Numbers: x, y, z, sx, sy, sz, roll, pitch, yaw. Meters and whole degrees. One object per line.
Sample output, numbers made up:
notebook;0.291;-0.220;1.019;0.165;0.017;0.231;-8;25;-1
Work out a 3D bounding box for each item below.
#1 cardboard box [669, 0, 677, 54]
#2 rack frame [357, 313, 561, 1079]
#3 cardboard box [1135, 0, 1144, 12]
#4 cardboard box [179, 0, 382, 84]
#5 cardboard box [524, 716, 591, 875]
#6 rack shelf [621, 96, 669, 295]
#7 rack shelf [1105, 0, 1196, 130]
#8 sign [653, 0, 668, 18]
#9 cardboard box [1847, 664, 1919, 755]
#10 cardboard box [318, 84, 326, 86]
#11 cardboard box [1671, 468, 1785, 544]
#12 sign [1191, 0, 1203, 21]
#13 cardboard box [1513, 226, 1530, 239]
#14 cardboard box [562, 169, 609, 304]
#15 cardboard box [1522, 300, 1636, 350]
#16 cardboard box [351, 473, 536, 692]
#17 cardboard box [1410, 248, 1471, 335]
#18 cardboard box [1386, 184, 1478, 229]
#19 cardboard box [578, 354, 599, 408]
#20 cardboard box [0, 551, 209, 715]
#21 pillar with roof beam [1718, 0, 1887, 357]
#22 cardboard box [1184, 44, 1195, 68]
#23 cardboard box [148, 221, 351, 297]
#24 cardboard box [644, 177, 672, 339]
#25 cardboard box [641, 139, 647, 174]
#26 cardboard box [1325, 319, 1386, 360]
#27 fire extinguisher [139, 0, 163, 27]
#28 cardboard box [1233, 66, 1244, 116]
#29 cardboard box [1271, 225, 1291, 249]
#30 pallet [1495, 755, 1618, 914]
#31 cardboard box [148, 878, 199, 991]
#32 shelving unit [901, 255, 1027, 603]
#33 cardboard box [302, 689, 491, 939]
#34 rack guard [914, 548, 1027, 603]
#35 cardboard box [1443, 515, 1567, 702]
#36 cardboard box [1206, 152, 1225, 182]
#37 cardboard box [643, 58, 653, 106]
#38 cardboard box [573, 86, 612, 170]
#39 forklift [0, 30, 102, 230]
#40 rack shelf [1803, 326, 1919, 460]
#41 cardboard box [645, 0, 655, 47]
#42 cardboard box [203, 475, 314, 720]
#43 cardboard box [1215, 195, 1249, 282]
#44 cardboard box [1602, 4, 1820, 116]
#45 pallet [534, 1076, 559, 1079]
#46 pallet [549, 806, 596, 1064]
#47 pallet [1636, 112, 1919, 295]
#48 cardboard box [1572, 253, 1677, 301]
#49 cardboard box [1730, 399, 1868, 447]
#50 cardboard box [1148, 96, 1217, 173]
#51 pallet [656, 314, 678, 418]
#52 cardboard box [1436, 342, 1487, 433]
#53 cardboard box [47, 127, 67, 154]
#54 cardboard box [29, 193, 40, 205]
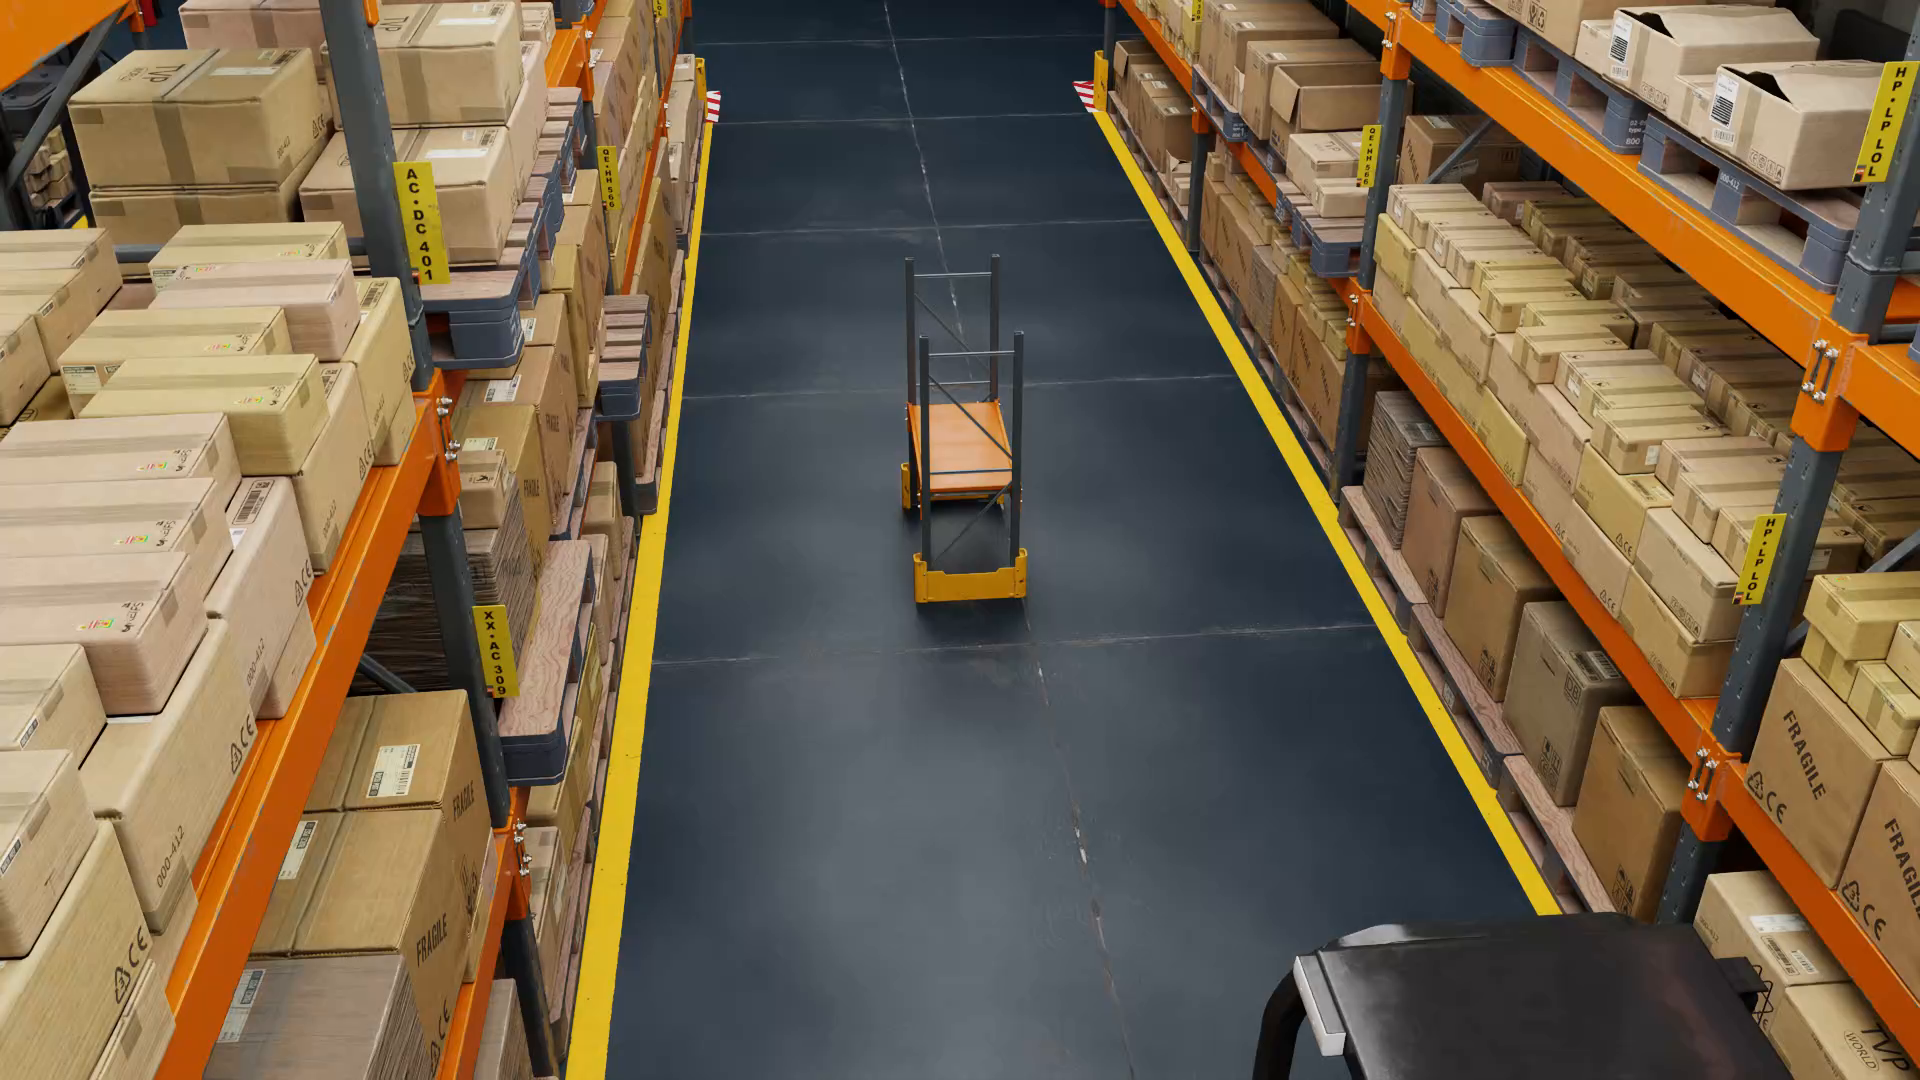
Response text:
cardboard box;-2.529;-4.157;13.186;0.500;0.500;0.500;-3;31;-4
rack frame;-1.915;0.734;5.096;1.000;3.000;0.127;-3;31;-5
cardboard box;1.733;-4.683;14.411;0.380;0.149;0.250;-4;31;-6
cardboard box;-2.214;-1.694;5.485;0.500;0.250;0.500;-2;31;-4
cardboard box;-2.037;1.047;6.724;0.950;0.372;0.625;-1;31;-1
rack shelf;-2.476;-2.020;10.409;1.077;0.370;4.000;-3;31;-5
rack shelf;2.092;-4.302;14.229;1.077;0.370;4.000;-3;31;-5
sign;-2.124;-3.844;11.709;0.100;0.325;0.005;-3;31;-5
cardboard box;2.820;0.480;4.790;0.380;0.149;0.250;-2;31;-3
cardboard box;-2.203;-1.480;5.614;0.500;0.250;0.500;-2;31;-4
cardboard box;2.731;-0.122;5.799;0.380;0.149;0.250;-3;31;-5
sign;1.739;-3.932;12.063;0.100;0.325;0.005;-3;31;-5
cardboard box;2.971;-1.482;8.465;0.500;0.250;0.500;-2;31;-3
cardboard box;-1.970;-1.440;7.939;0.500;0.500;0.500;-4;31;-6
cardboard box;2.641;-0.906;7.111;0.380;0.149;0.250;-3;31;-5
cardboard box;-1.674;0.130;5.310;0.500;0.500;0.500;-2;31;-3
cardboard box;2.496;-1.204;8.000;0.500;0.250;0.500;-2;31;-3
cardboard box;2.389;-1.692;8.428;0.380;0.149;0.250;-2;31;-3
cardboard box;-1.804;-0.696;7.325;0.380;0.149;0.250;-2;31;-4
cardboard box;-1.429;0.150;2.616;0.380;0.149;0.250;-2;31;-4
pillar with roof beam;-0.614;-3.295;5.990;9.100;9.000;0.400;-3;31;-5
cardboard box;1.952;-3.765;12.873;0.380;0.149;0.250;-2;31;-3
cardboard box;-1.668;-0.637;3.933;0.380;0.149;0.250;-2;31;-4
cardboard box;-2.433;-1.845;11.076;0.875;0.875;0.875;-2;31;-3
cardboard box;-2.295;-2.550;10.741;0.500;0.250;0.500;-4;31;-6
cardboard box;2.354;-1.173;9.685;0.380;0.149;0.250;-4;31;-7
fire extinguisher;-7.520;-5.061;15.237;0.296;0.674;0.183;-3;31;-5
cardboard box;2.027;-2.985;11.044;0.396;0.266;0.258;-1;31;-2
cardboard box;2.286;-1.980;11.035;0.380;0.149;0.250;-3;31;-4
pallet;2.919;1.317;6.839;1.003;0.211;1.213;-3;31;-5
cardboard box;-1.439;0.619;2.608;0.380;0.149;0.250;-4;31;-6
shelving unit;0.007;-0.605;8.800;0.587;1.500;1.083;-3;31;-5
cardboard box;-1.626;0.778;4.634;0.500;0.500;0.500;-4;31;-6
rack guard;0.054;0.186;8.695;0.587;0.250;0.087;-3;31;-5
cardboard box;2.829;0.287;7.750;0.875;0.625;0.625;-4;31;-7
cardboard box;2.047;-2.780;12.374;0.380;0.149;0.250;-1;31;-2
cardboard box;-2.326;-3.032;11.060;0.500;0.250;0.500;-2;31;-3
cardboard box;-2.092;-2.044;8.674;0.500;0.500;0.500;-4;31;-6
forklift;-4.915;-1.351;8.654;1.130;2.935;3.031;-2;31;-4
rack shelf;3.213;0.537;3.203;1.077;0.370;4.000;-3;31;-5
cardboard box;-2.371;-3.606;11.290;0.500;0.500;0.500;-2;31;-3
cardboard box;-1.525;0.114;3.064;0.500;0.250;0.500;-3;31;-5
cardboard box;2.159;-2.168;11.983;0.500;0.500;0.500;-3;31;-5
cardboard box;2.644;-1.728;5.873;0.500;0.311;0.500;-4;31;-6
pallet;-1.817;2.272;5.240;1.003;0.211;1.213;-3;31;-5
pallet;-1.990;1.534;6.476;1.003;0.211;1.213;-3;31;-5
pallet;2.931;-1.161;5.530;0.805;0.209;1.217;-4;31;-7
cardboard box;3.023;-1.190;7.588;0.380;0.149;0.250;-3;31;-5
cardboard box;3.167;-0.413;6.287;0.380;0.149;0.250;-3;31;-5
cardboard box;2.006;-3.454;14.136;0.700;0.500;0.500;-4;31;-6
pallet;-2.399;-1.139;10.950;1.003;0.211;1.213;-3;31;-5
cardboard box;2.548;-0.726;7.686;0.500;0.250;0.500;-4;31;-6
cardboard box;-7.528;-3.258;13.570;0.380;0.149;0.250;-3;31;-4
cardboard box;-7.469;-2.607;13.060;0.380;0.149;0.250;-3;31;-6
